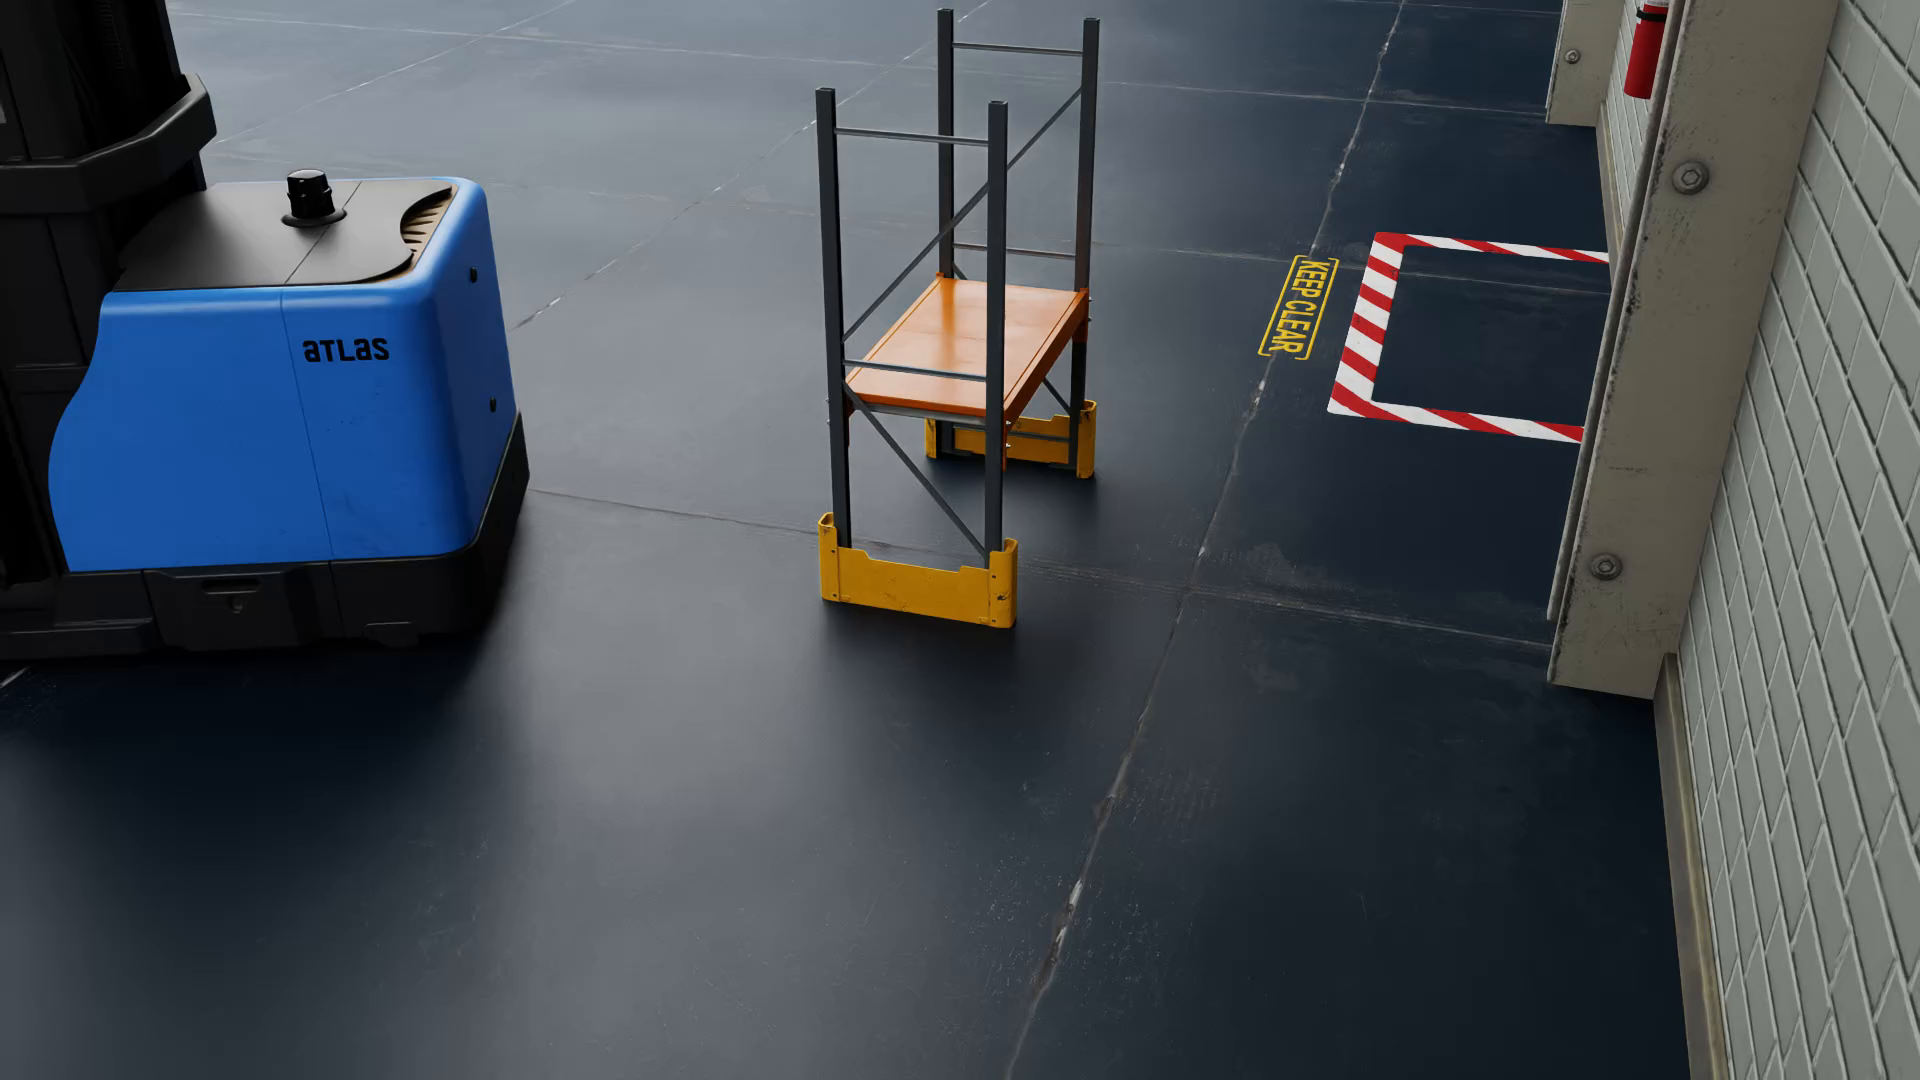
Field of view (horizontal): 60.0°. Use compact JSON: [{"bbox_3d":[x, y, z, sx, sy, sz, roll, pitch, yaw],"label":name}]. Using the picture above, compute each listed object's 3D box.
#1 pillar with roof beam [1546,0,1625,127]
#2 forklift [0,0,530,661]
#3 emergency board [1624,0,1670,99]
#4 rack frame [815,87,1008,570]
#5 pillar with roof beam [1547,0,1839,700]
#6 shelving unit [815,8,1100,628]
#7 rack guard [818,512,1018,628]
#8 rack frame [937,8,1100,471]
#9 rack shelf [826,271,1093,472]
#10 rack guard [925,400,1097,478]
[{"bbox_3d":[-0.541,-7.015,8.603,9.100,9.000,0.400,8,30,15],"label":"pillar with roof beam"},{"bbox_3d":[-2.885,-1.150,4.302,3.031,2.935,1.130,-3,29,-5],"label":"forklift"},{"bbox_3d":[2.575,-2.133,6.000,0.194,1.169,0.643,8,30,15],"label":"emergency board"},{"bbox_3d":[-0.124,-0.459,4.532,0.500,1.500,0.032,8,30,15],"label":"rack frame"},{"bbox_3d":[-2.302,-4.226,3.591,9.100,9.000,0.400,8,30,15],"label":"pillar with roof beam"},{"bbox_3d":[0.022,-0.691,4.949,0.587,1.500,1.083,8,30,15],"label":"shelving unit"},{"bbox_3d":[-0.124,0.087,4.837,0.587,0.250,0.087,8,30,15],"label":"rack guard"},{"bbox_3d":[0.174,-0.931,5.381,0.500,1.500,0.032,8,30,15],"label":"rack frame"},{"bbox_3d":[0.025,-0.538,5.044,0.538,0.185,1.000,8,30,15],"label":"rack shelf"},{"bbox_3d":[0.169,-0.376,5.669,0.587,0.250,0.087,8,30,15],"label":"rack guard"}]
